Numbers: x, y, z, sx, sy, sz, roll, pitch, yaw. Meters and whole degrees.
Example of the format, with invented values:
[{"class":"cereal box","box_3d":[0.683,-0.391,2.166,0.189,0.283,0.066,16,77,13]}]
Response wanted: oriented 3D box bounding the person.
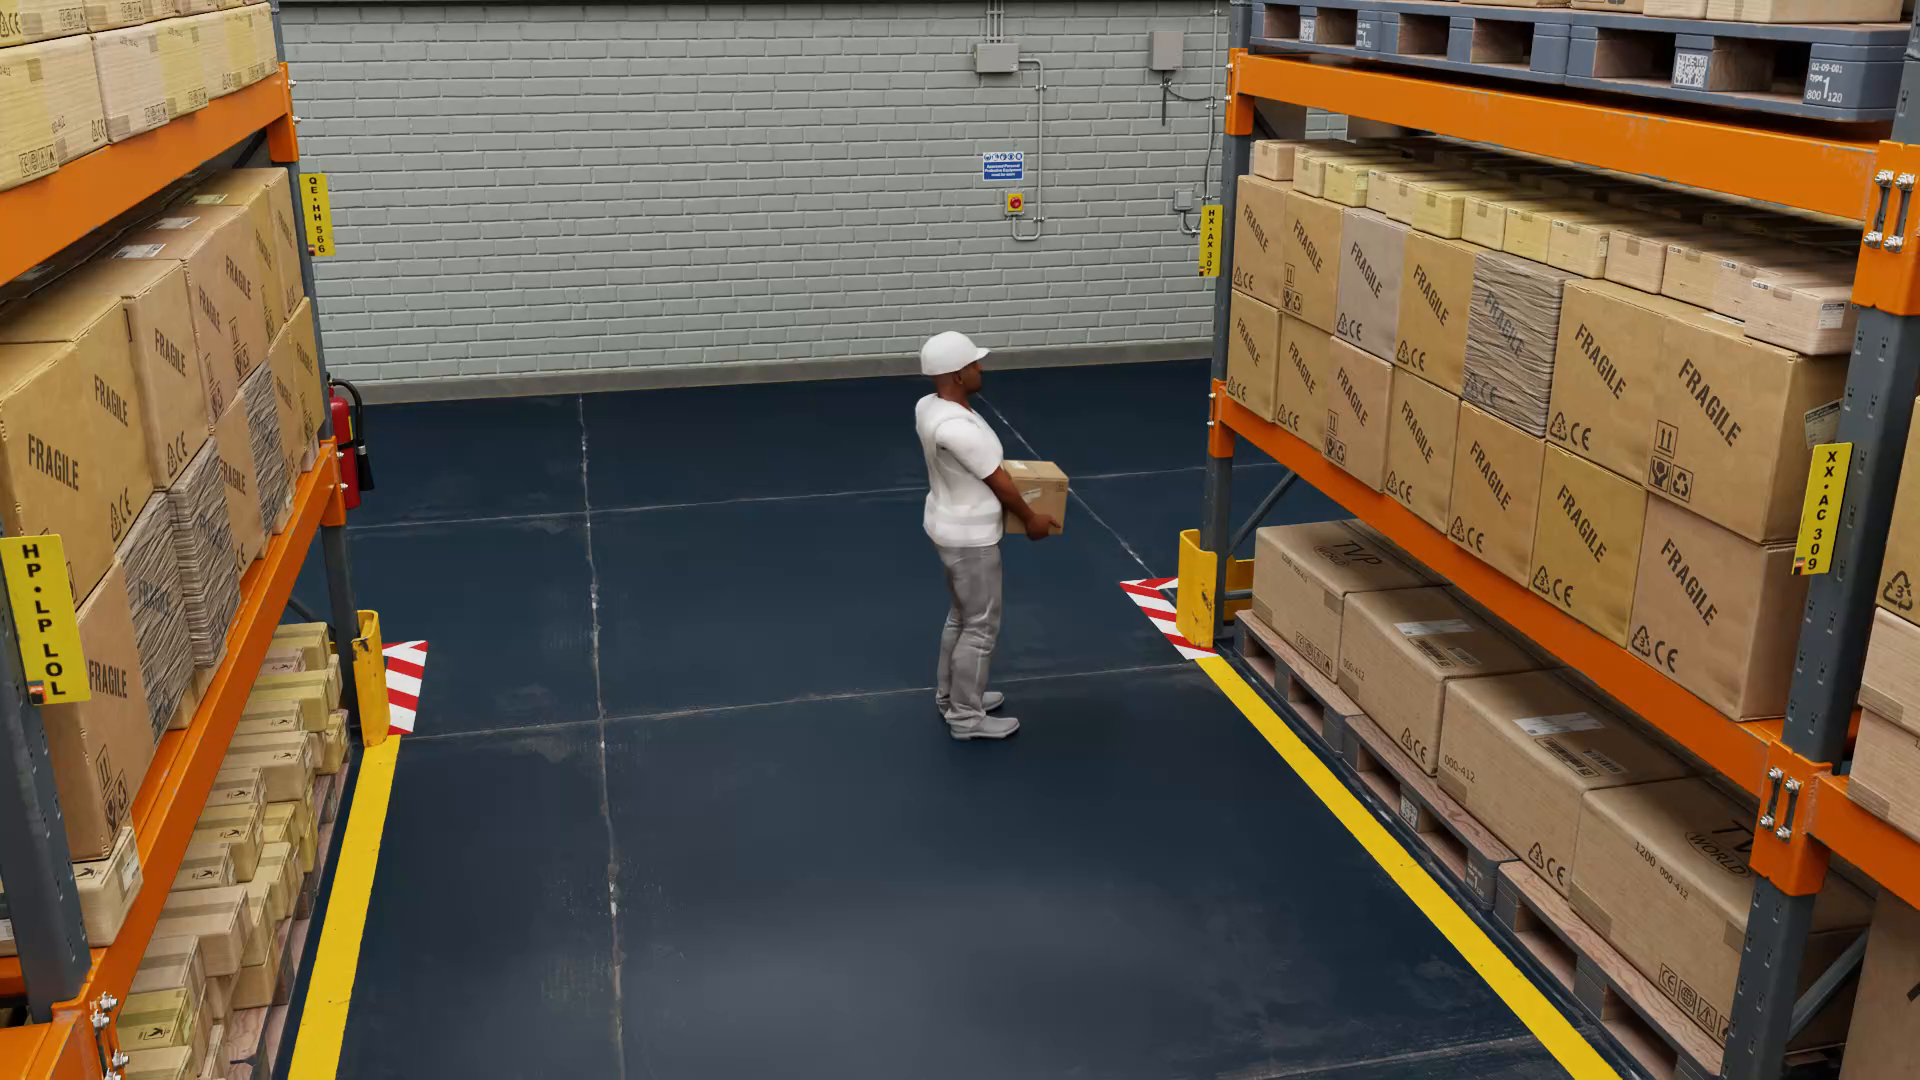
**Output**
[{"class":"person","box_3d":[0.113,-0.030,7.128,0.577,1.761,0.502,-4,20,-12]}]
